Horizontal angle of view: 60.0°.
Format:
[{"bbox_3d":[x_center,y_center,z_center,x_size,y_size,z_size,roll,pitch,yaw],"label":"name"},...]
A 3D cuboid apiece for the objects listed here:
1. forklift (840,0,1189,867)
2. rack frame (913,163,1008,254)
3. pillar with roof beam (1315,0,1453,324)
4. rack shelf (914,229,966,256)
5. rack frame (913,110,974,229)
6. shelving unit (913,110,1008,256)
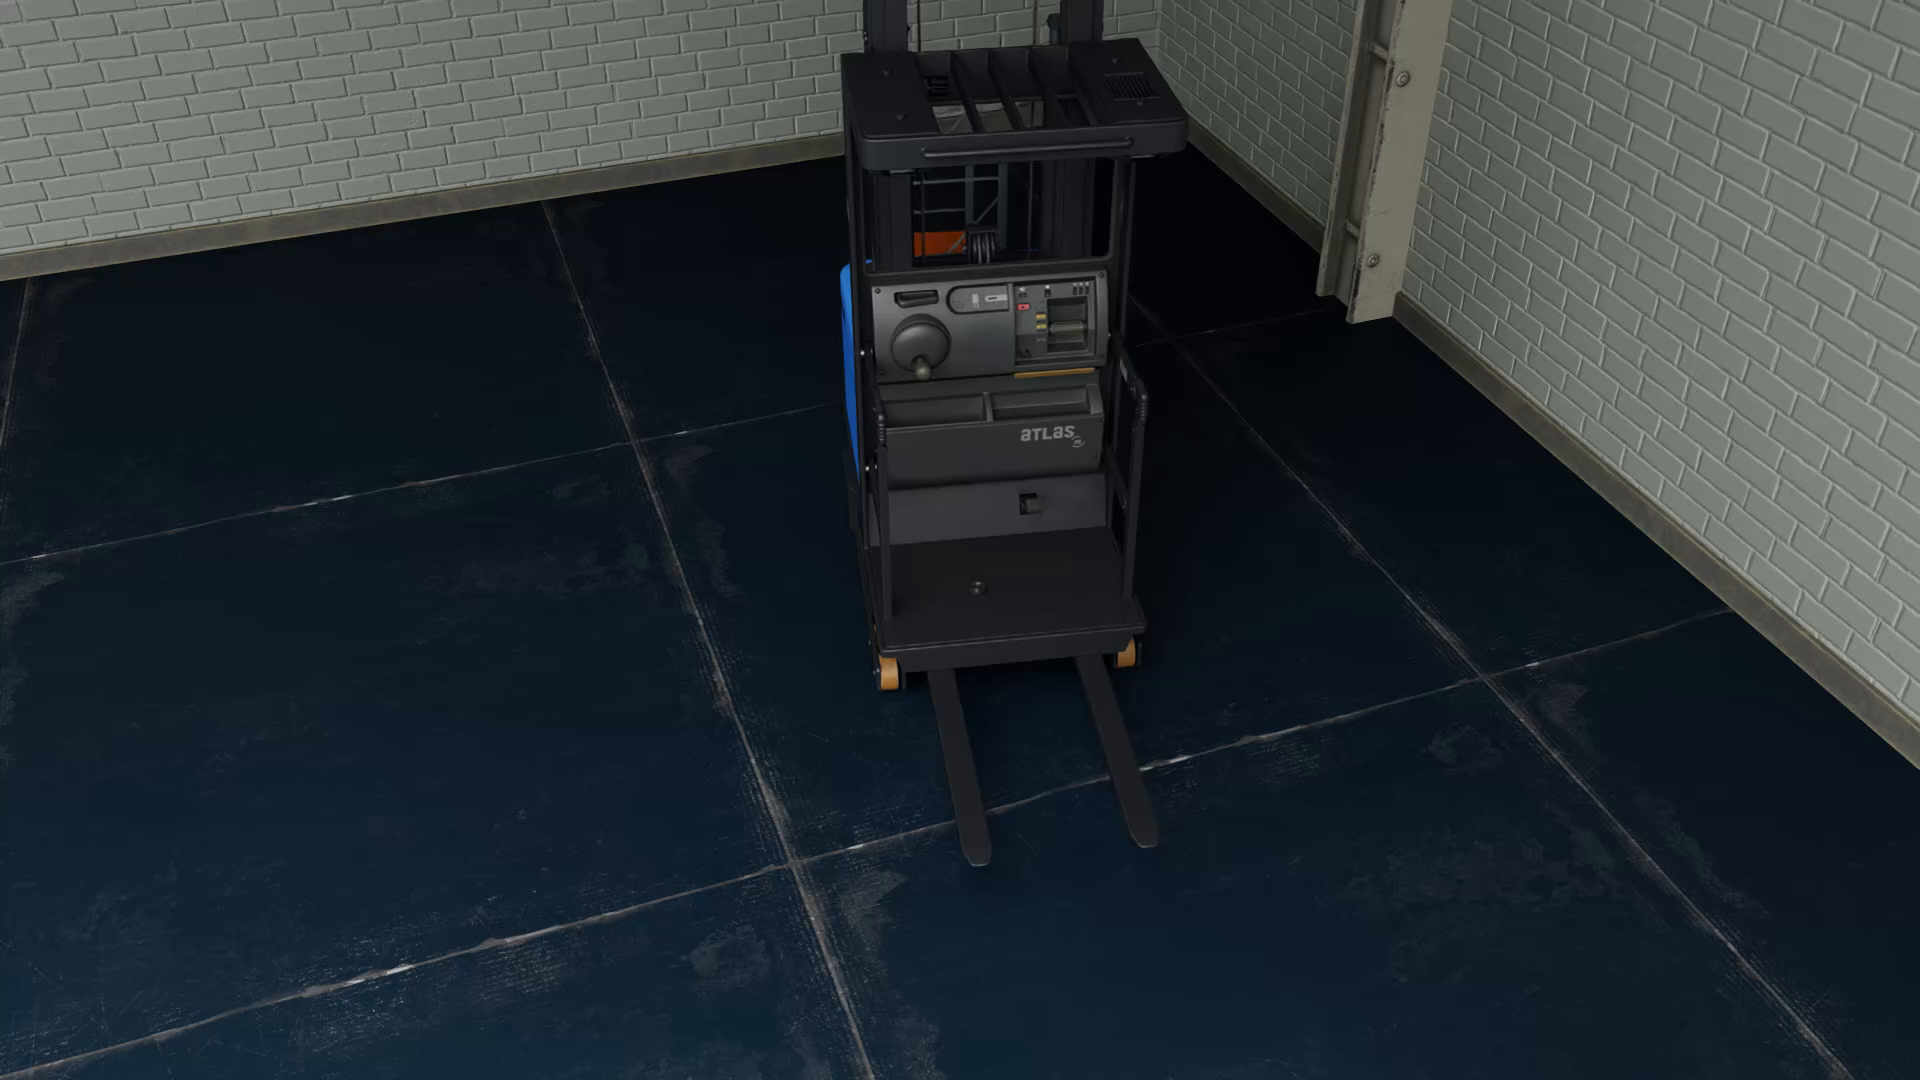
[{"bbox_3d":[0.155,-0.774,6.342,1.130,2.935,3.031,-5,37,-7],"label":"forklift"},{"bbox_3d":[-0.030,-1.138,8.014,0.500,1.500,0.032,-5,37,-7],"label":"rack frame"},{"bbox_3d":[-1.769,-4.063,5.665,9.100,9.000,0.400,-12,39,-16],"label":"pillar with roof beam"},{"bbox_3d":[-0.104,-1.297,8.524,0.538,0.185,1.000,-5,37,-7],"label":"rack shelf"},{"bbox_3d":[-0.178,-1.743,8.818,0.500,1.500,0.032,-5,37,-7],"label":"rack frame"},{"bbox_3d":[-0.103,-1.435,8.409,0.587,1.500,1.083,-5,37,-7],"label":"shelving unit"}]
